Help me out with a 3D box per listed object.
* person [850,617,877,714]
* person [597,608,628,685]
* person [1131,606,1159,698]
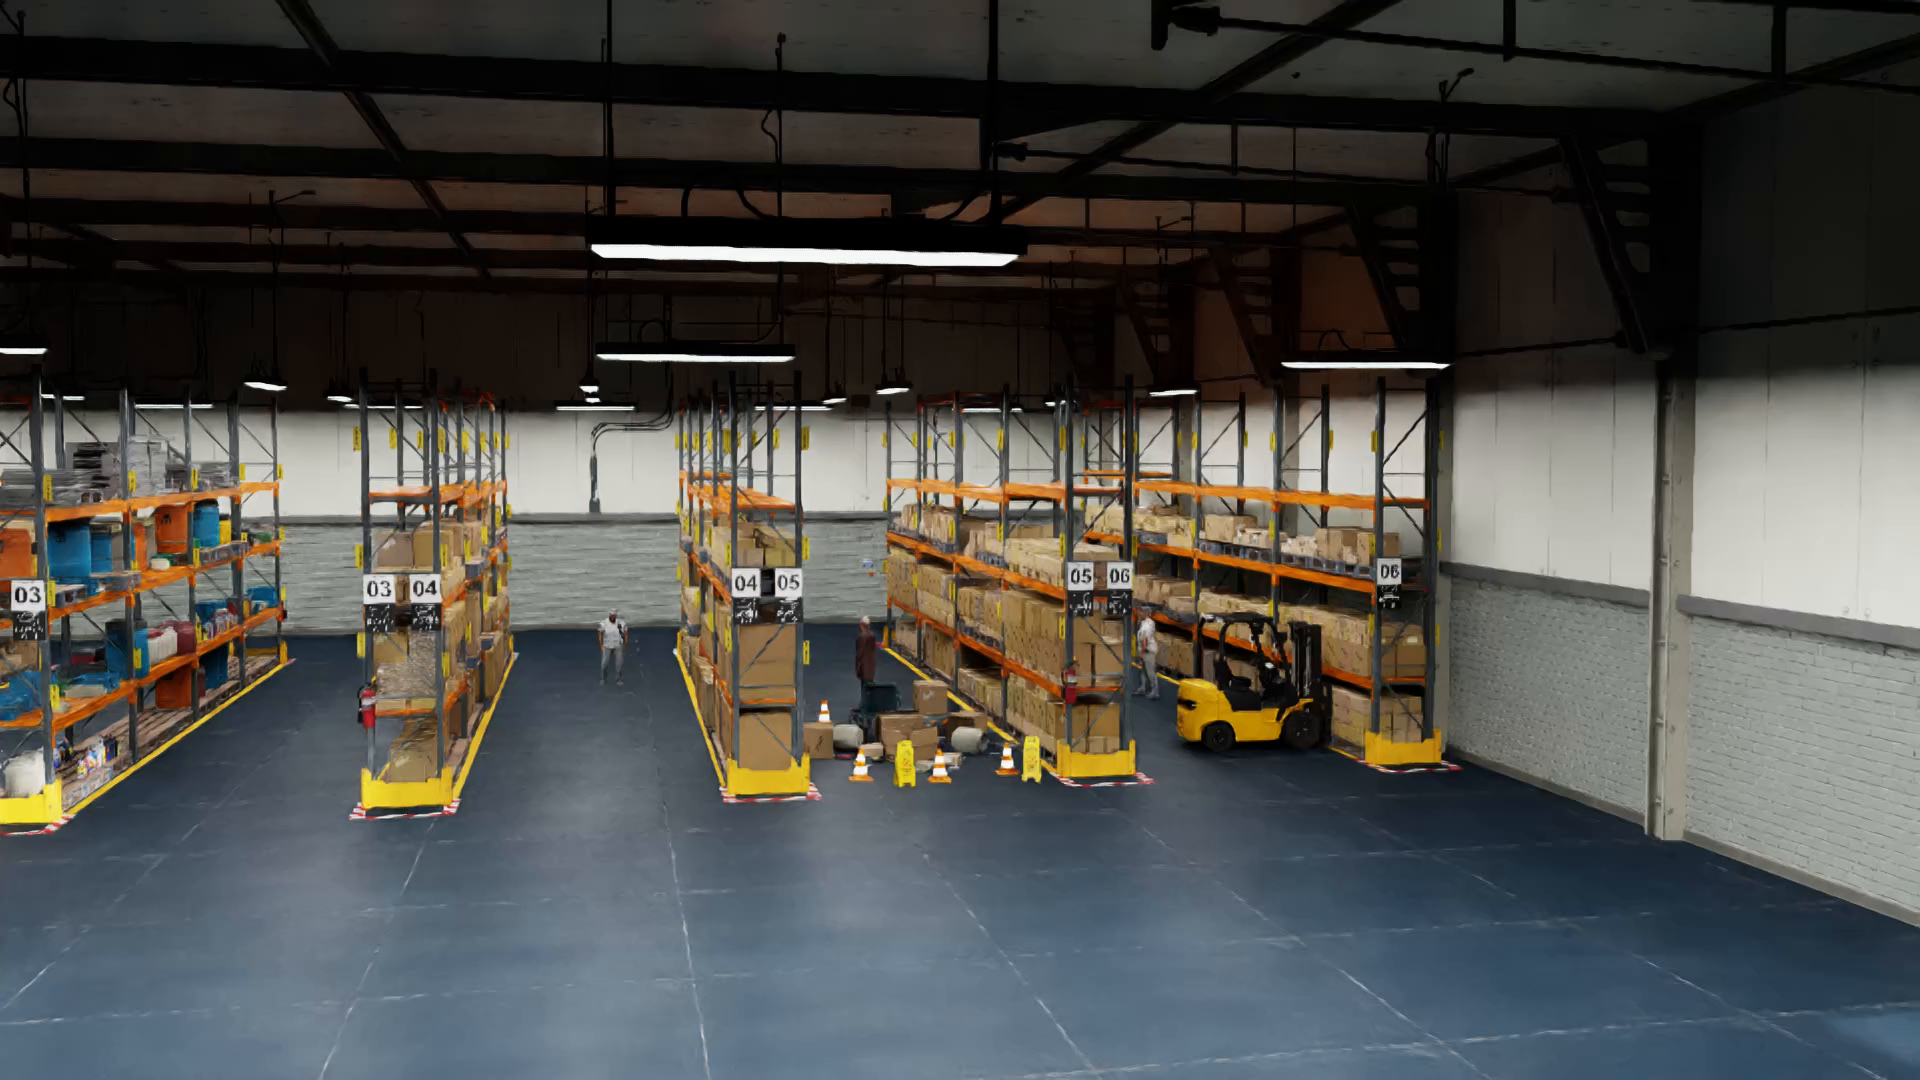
[{"bbox_3d":[-1.758,2.290,30.339,0.626,1.773,0.678,1,4,17],"label":"person"},{"bbox_3d":[-7.113,2.179,34.062,0.625,1.611,0.582,-1,4,-14],"label":"person"},{"bbox_3d":[3.626,2.176,32.550,0.593,1.745,0.652,1,3,13],"label":"person"}]
